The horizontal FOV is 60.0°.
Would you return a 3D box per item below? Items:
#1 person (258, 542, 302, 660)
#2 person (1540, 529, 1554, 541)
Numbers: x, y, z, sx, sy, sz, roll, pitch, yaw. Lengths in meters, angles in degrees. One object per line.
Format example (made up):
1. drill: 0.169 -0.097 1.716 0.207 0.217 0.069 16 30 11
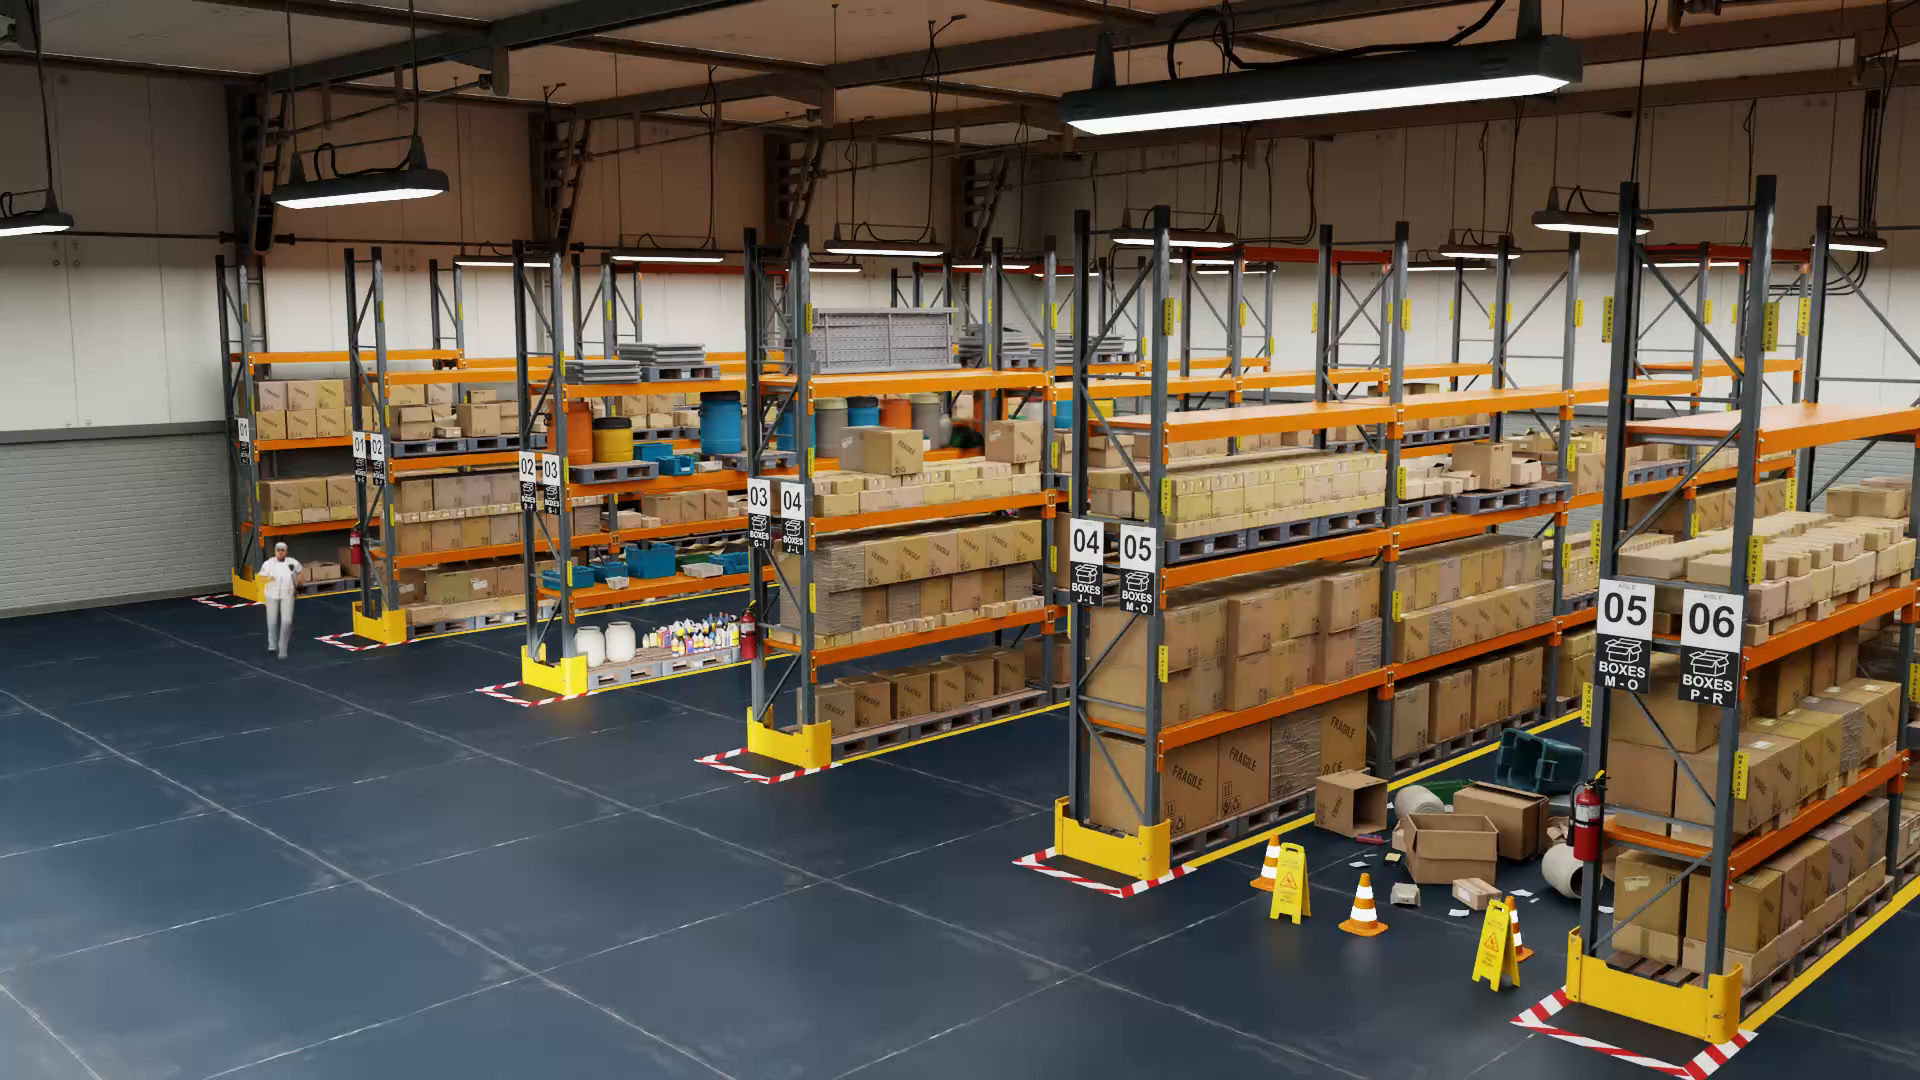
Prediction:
1. person: -10.036 0.879 24.592 0.604 1.726 0.754 -3 9 -20
2. person: 8.885 0.701 25.222 1.042 1.732 0.708 -7 11 -41
